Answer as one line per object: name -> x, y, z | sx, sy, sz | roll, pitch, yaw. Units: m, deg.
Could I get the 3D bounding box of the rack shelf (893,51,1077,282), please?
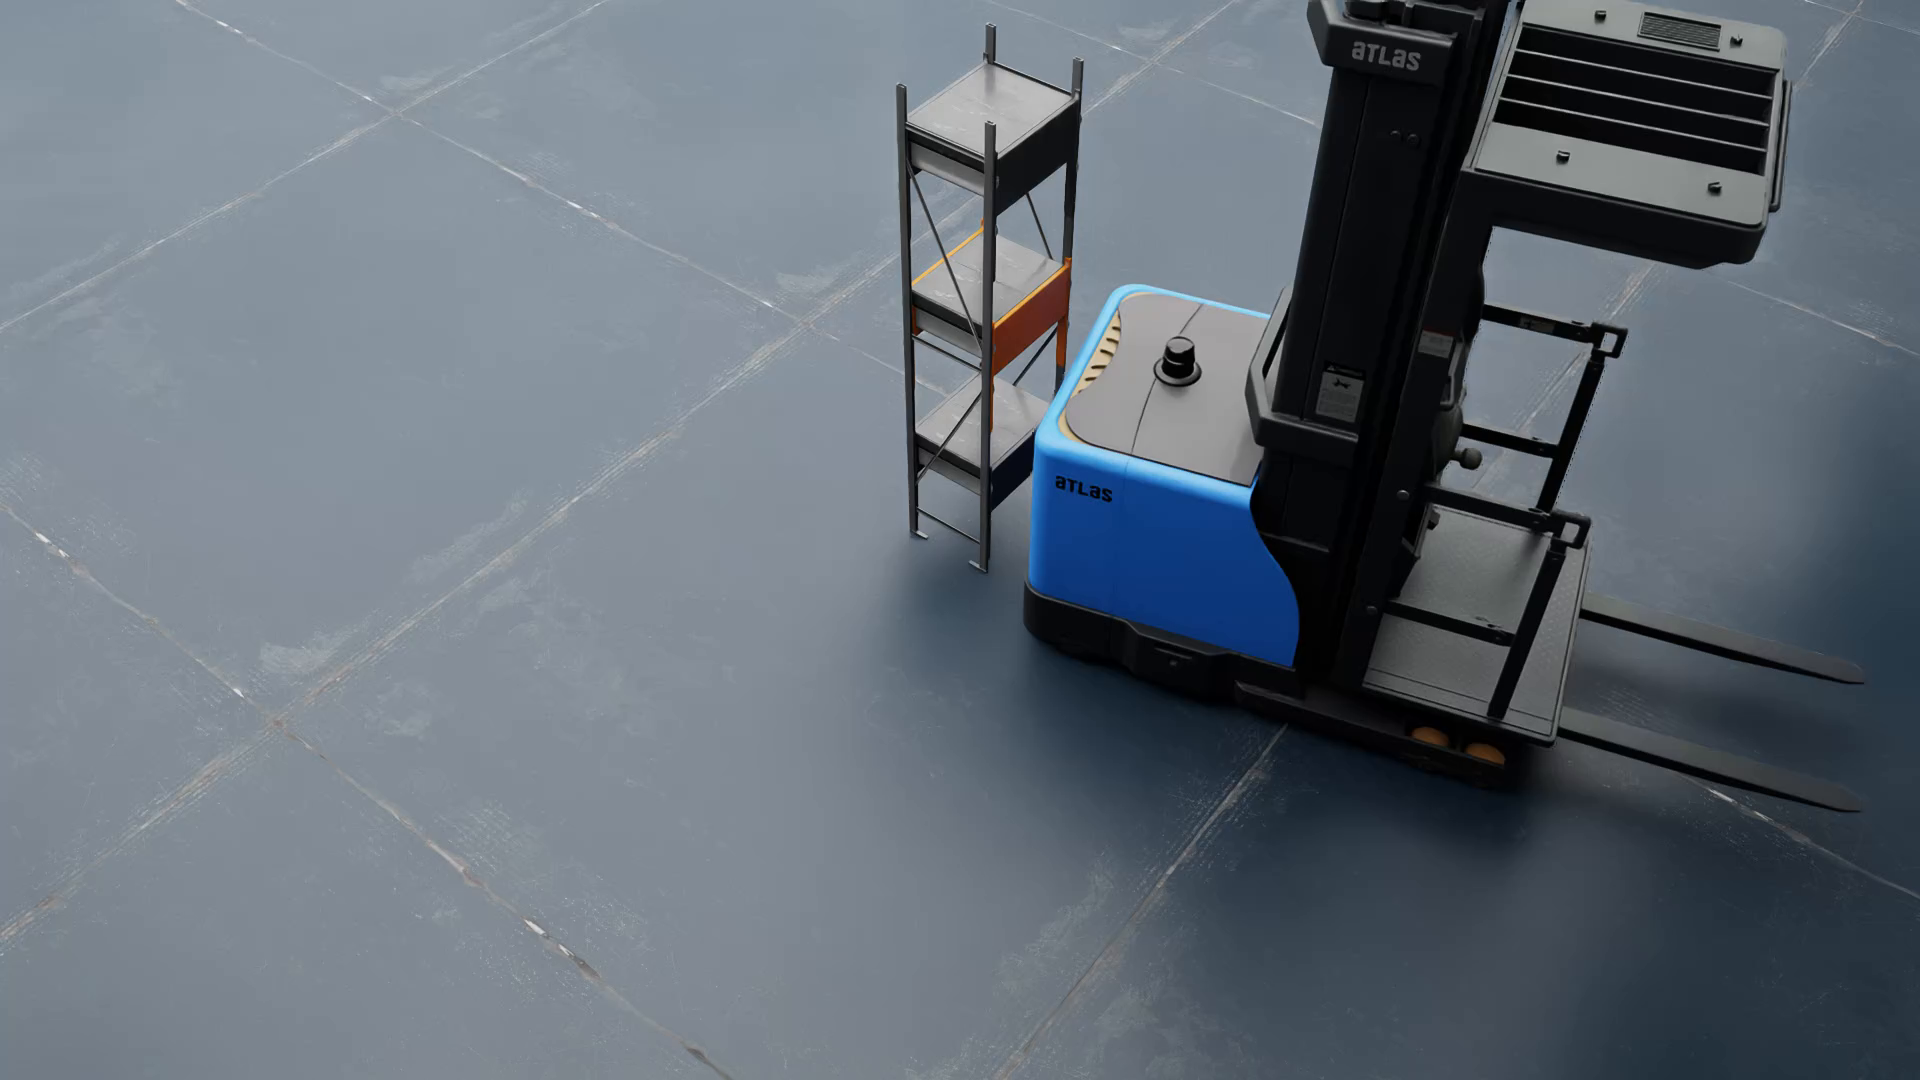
rack shelf -> 0.087, -1.295, 5.750 | 0.431, 0.518, 0.480 | 28, 52, 24

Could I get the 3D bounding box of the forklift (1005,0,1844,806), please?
forklift -> 1.746, -0.575, 5.437 | 3.031, 2.935, 1.130 | 16, 48, 15

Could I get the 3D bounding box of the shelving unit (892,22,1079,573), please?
shelving unit -> 0.086, -0.820, 6.246 | 0.431, 2.100, 0.503 | 28, 52, 24

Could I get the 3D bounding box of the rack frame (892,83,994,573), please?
rack frame -> -0.058, -0.678, 6.110 | 0.400, 2.100, 0.015 | 28, 52, 24

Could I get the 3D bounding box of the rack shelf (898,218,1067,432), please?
rack shelf -> 0.086, -0.811, 6.256 | 0.431, 0.518, 0.480 | 28, 52, 24

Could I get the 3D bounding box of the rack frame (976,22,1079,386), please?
rack frame -> 0.230, -0.963, 6.382 | 0.400, 2.100, 0.015 | 28, 52, 24

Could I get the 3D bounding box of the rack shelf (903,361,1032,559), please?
rack shelf -> 0.086, -0.327, 6.762 | 0.431, 0.518, 0.480 | 28, 52, 24
